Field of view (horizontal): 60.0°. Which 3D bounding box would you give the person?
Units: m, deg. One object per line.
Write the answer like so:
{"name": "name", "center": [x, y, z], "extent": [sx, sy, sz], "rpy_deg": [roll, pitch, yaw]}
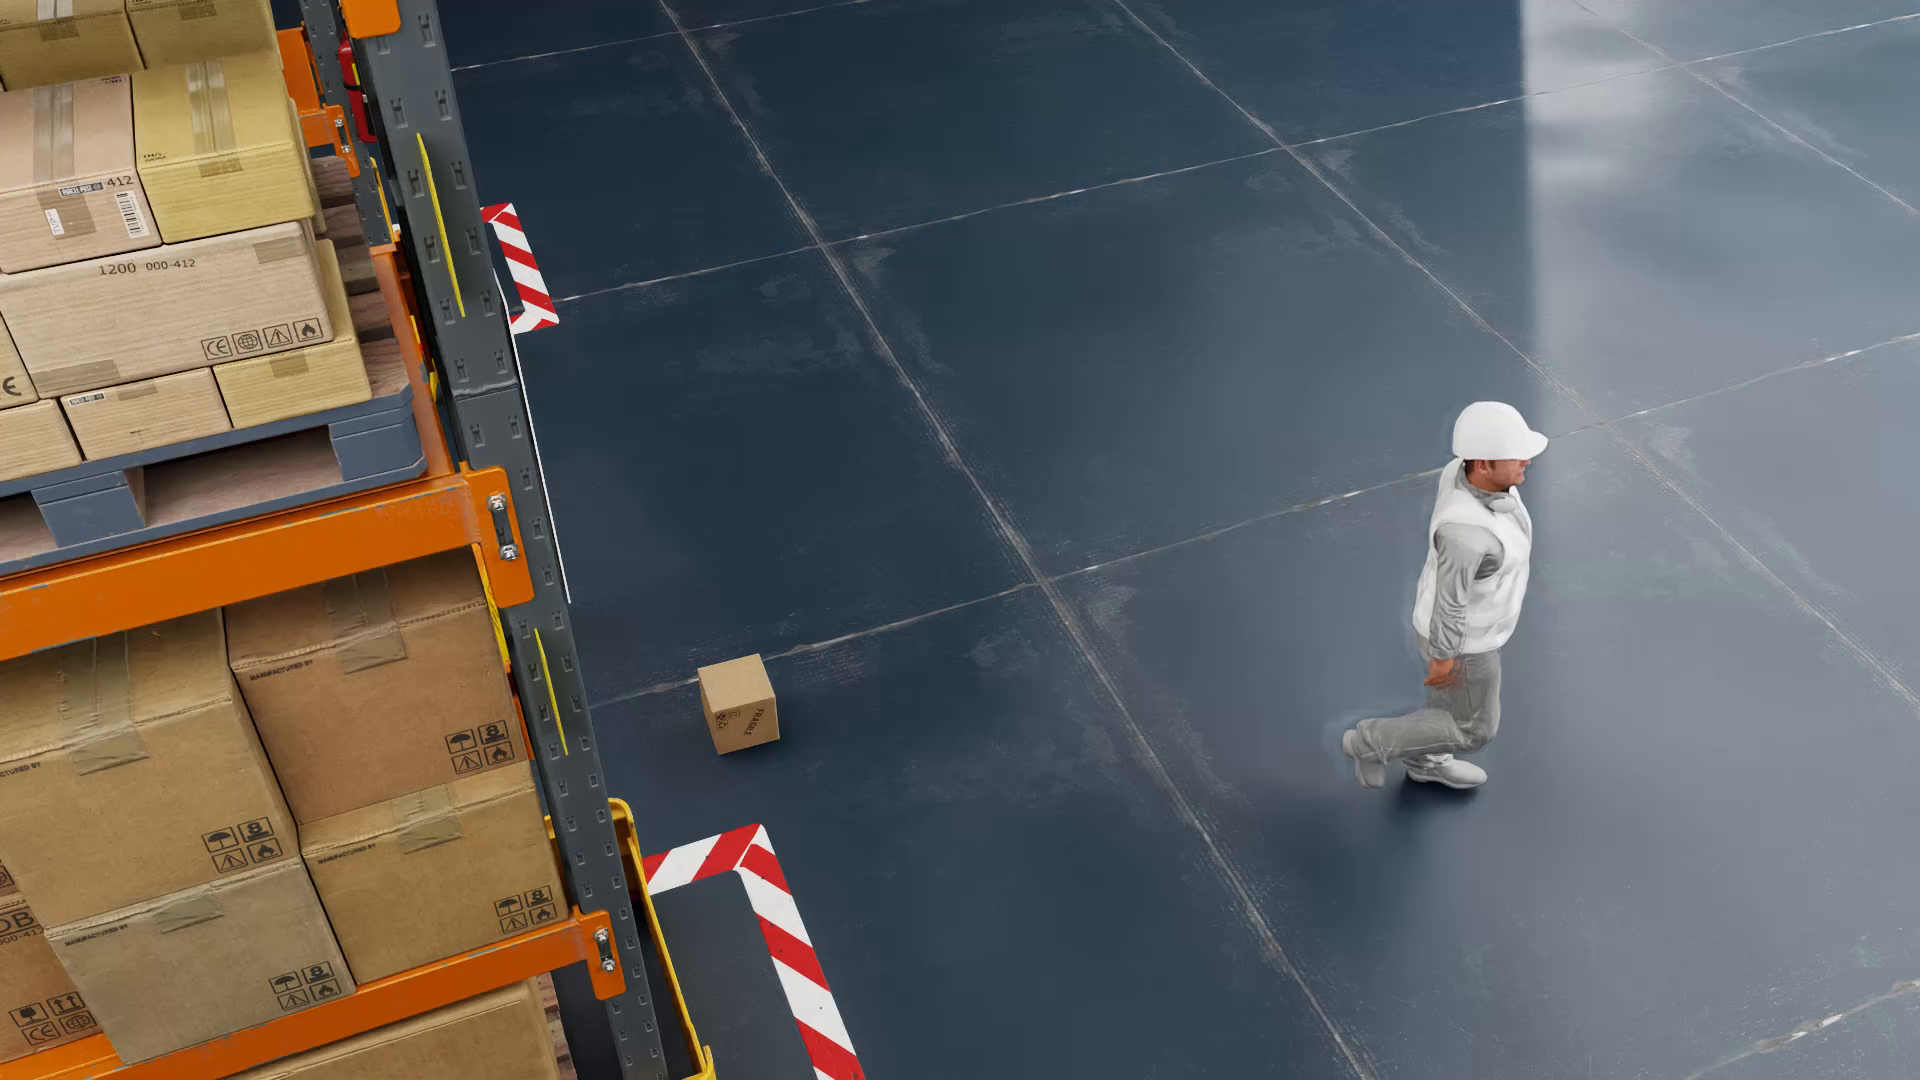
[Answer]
{"name": "person", "center": [1.731, 0.259, 5.820], "extent": [0.554, 1.756, 0.538], "rpy_deg": [13, 43, 14]}
